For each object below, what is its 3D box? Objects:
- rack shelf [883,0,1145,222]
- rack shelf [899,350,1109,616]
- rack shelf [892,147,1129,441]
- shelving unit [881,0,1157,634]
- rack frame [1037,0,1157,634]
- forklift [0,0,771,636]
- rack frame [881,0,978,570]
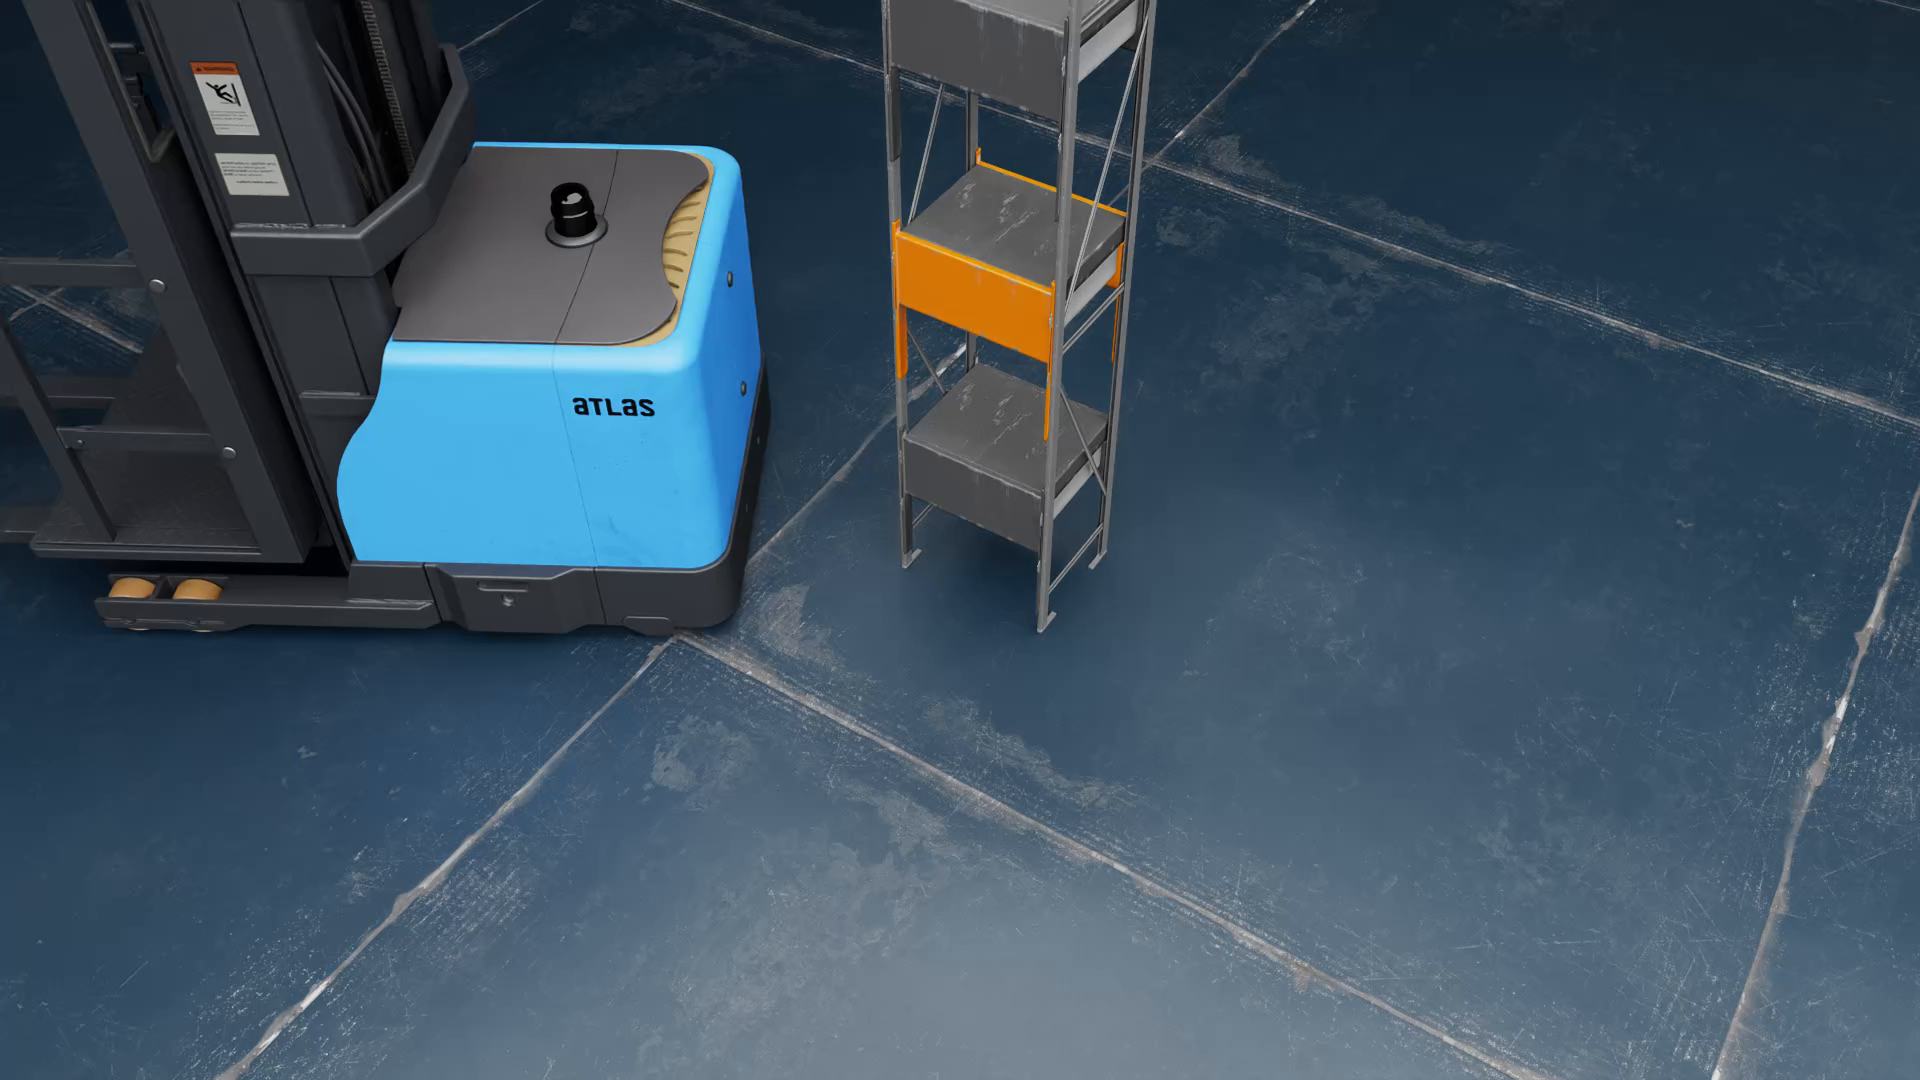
[{"bbox_3d":[0.139,-1.146,3.942,0.480,0.518,0.431,25,51,22],"label":"rack shelf"},{"bbox_3d":[0.139,-0.170,4.946,0.480,0.518,0.431,25,51,22],"label":"rack shelf"},{"bbox_3d":[0.139,-0.658,4.444,0.480,0.518,0.431,25,51,22],"label":"rack shelf"},{"bbox_3d":[0.139,-0.668,4.435,0.503,2.100,0.431,25,51,22],"label":"shelving unit"},{"bbox_3d":[0.345,-0.573,4.343,0.015,2.100,0.400,25,51,22],"label":"rack frame"},{"bbox_3d":[-2.159,-1.124,4.298,3.031,2.935,1.130,1,46,1],"label":"forklift"},{"bbox_3d":[-0.066,-0.762,4.526,0.015,2.100,0.400,25,51,22],"label":"rack frame"}]
